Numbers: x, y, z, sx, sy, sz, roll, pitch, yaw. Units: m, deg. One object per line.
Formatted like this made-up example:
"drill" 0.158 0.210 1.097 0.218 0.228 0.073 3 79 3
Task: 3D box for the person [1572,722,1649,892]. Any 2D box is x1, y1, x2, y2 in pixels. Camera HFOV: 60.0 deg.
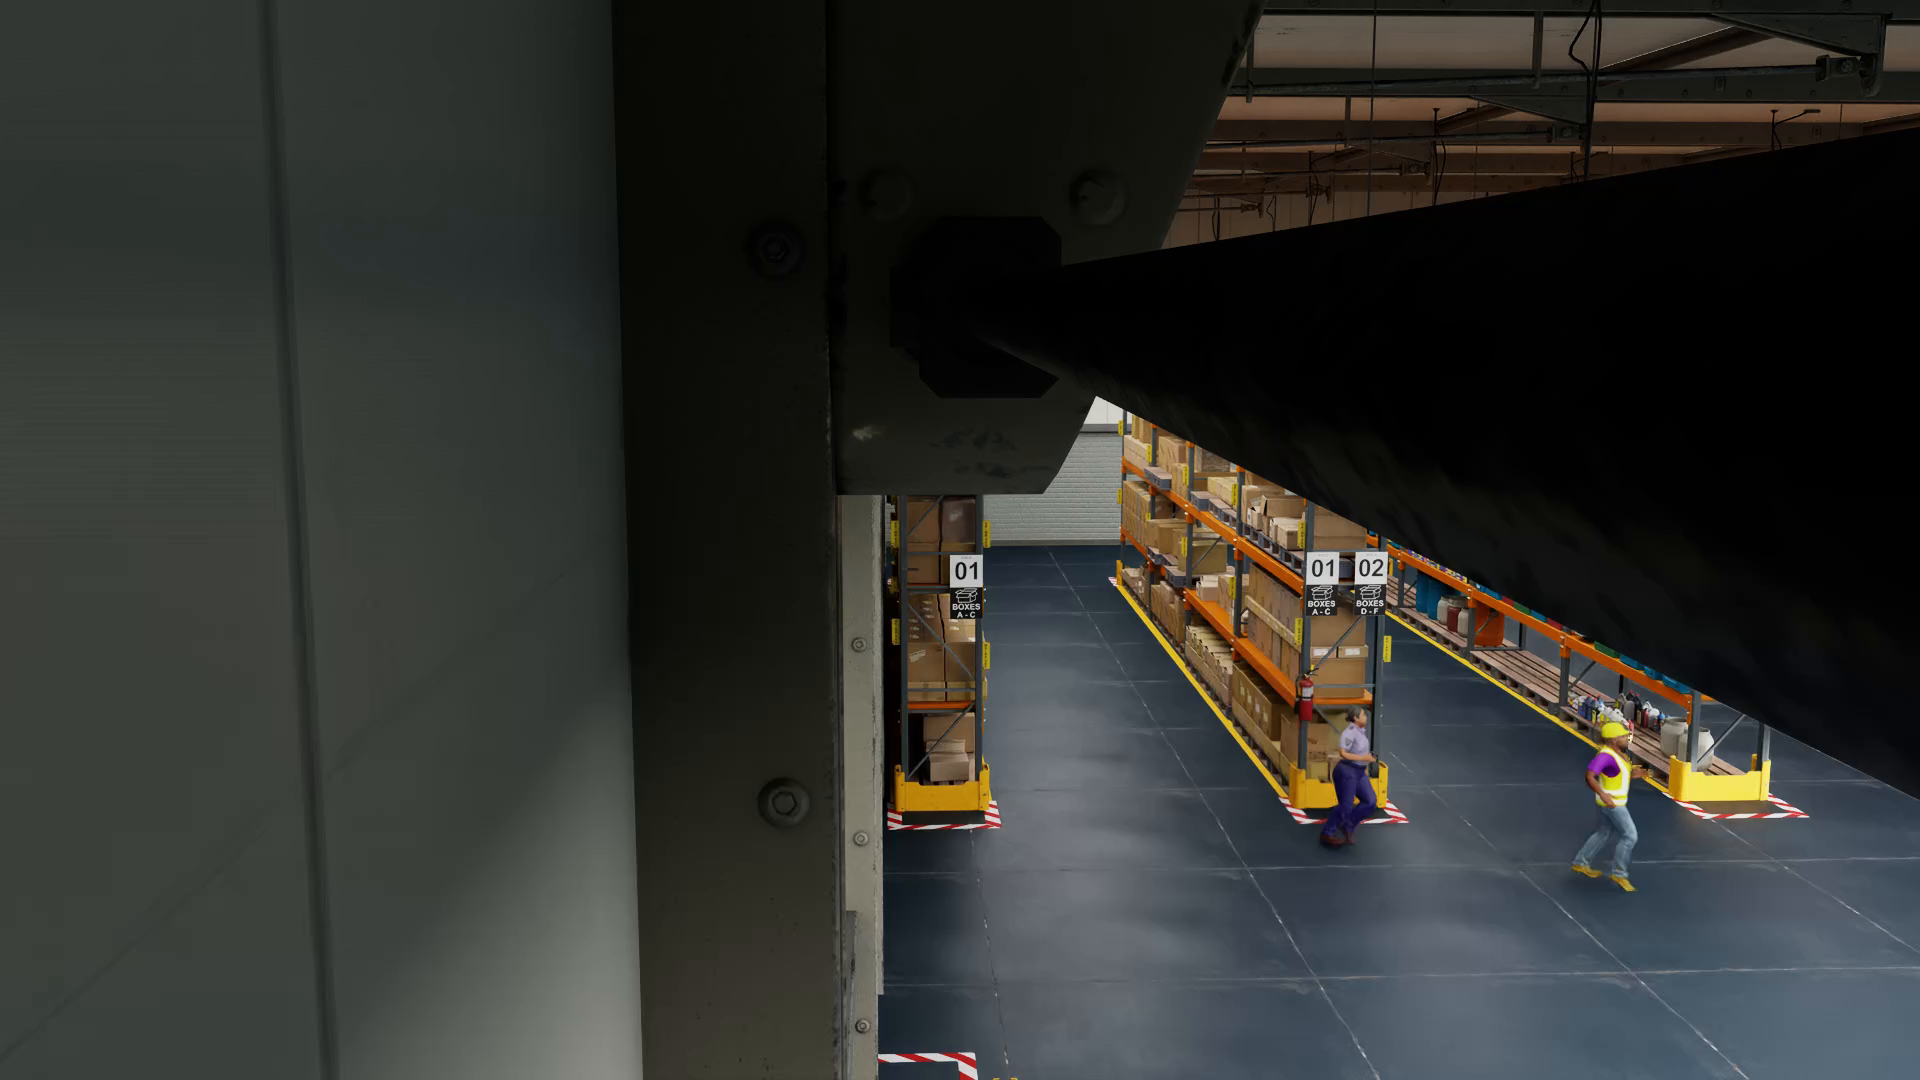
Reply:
"person" 6.985 2.852 17.833 0.722 1.828 0.675 3 9 19

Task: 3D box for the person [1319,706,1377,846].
"person" 4.552 2.727 19.233 0.613 1.638 0.604 6 10 35
